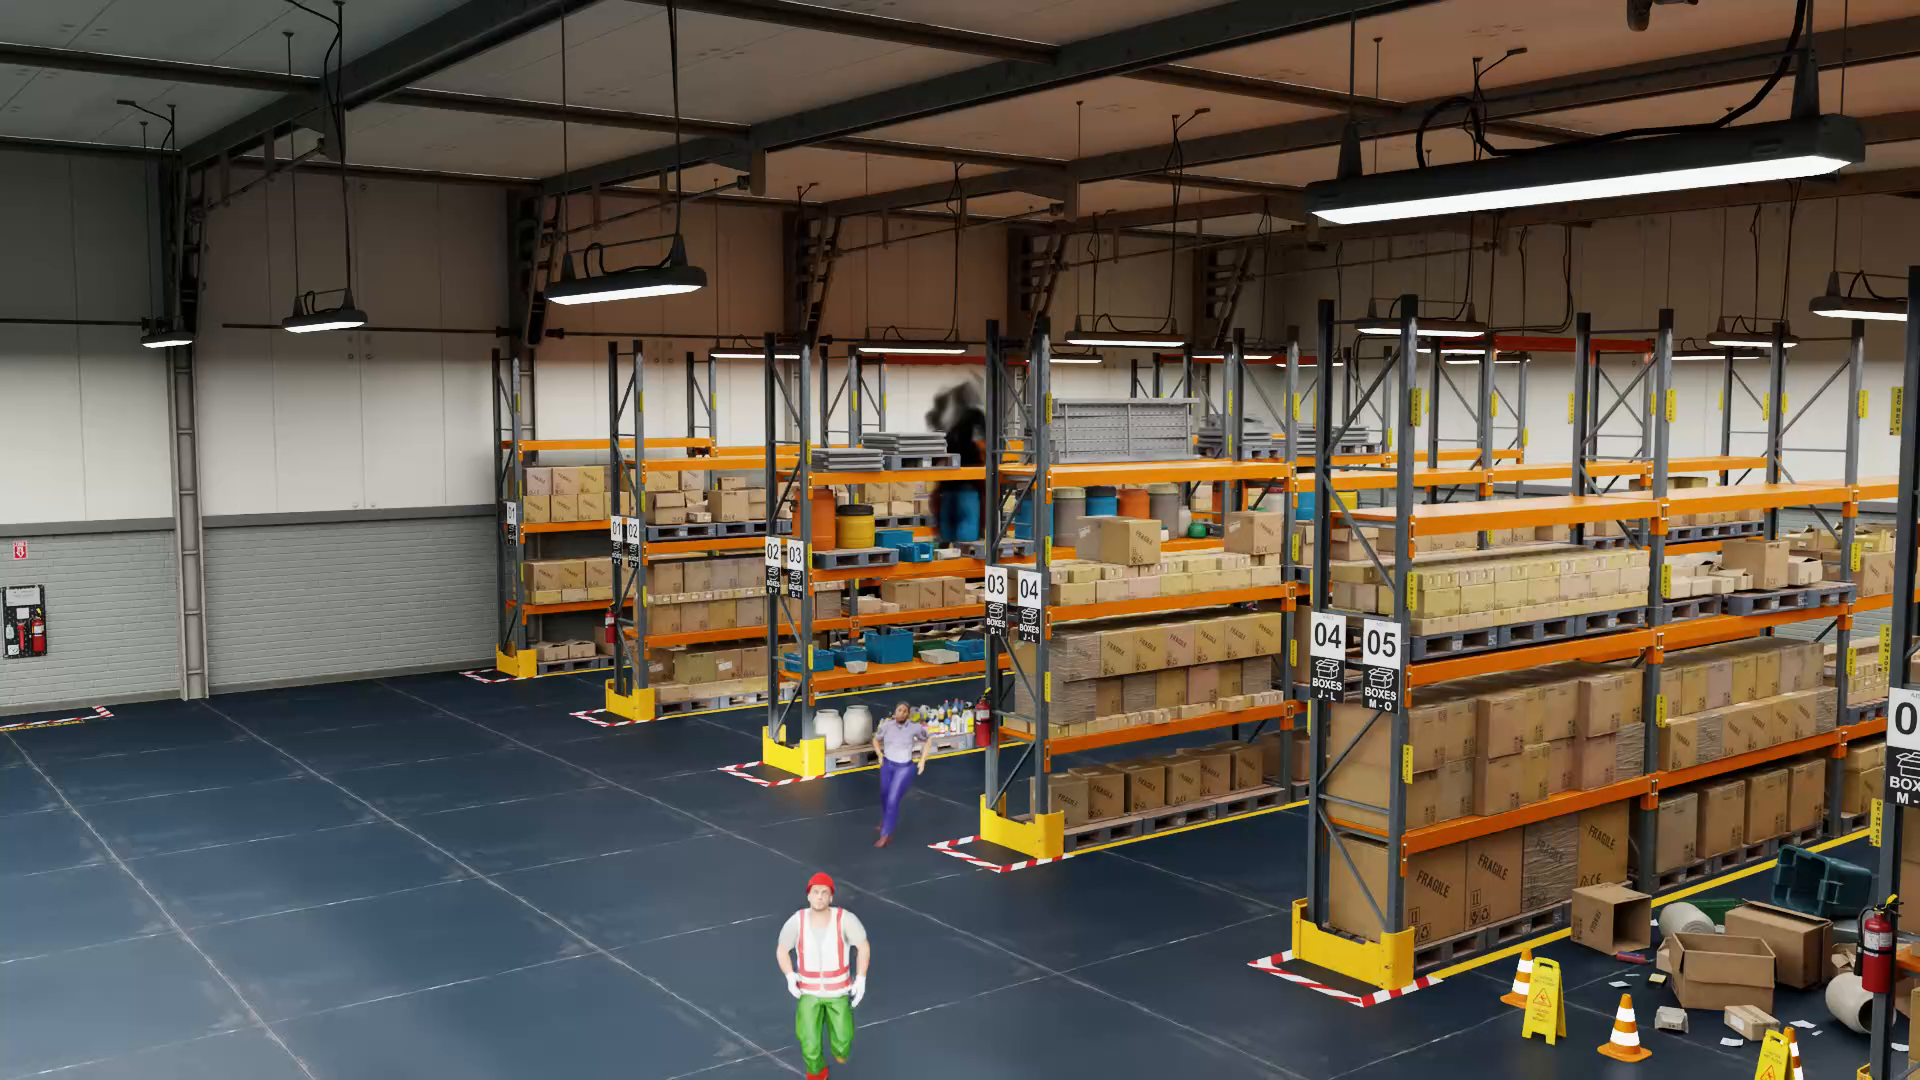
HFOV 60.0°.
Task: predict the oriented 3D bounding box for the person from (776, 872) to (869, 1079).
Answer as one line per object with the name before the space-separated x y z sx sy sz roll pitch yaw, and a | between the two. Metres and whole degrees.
person | -0.996 3.255 12.075 0.676 1.725 0.675 0 5 -4

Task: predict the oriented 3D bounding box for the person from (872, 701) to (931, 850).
person | -0.726 2.676 19.187 0.695 1.665 0.846 2 5 20
